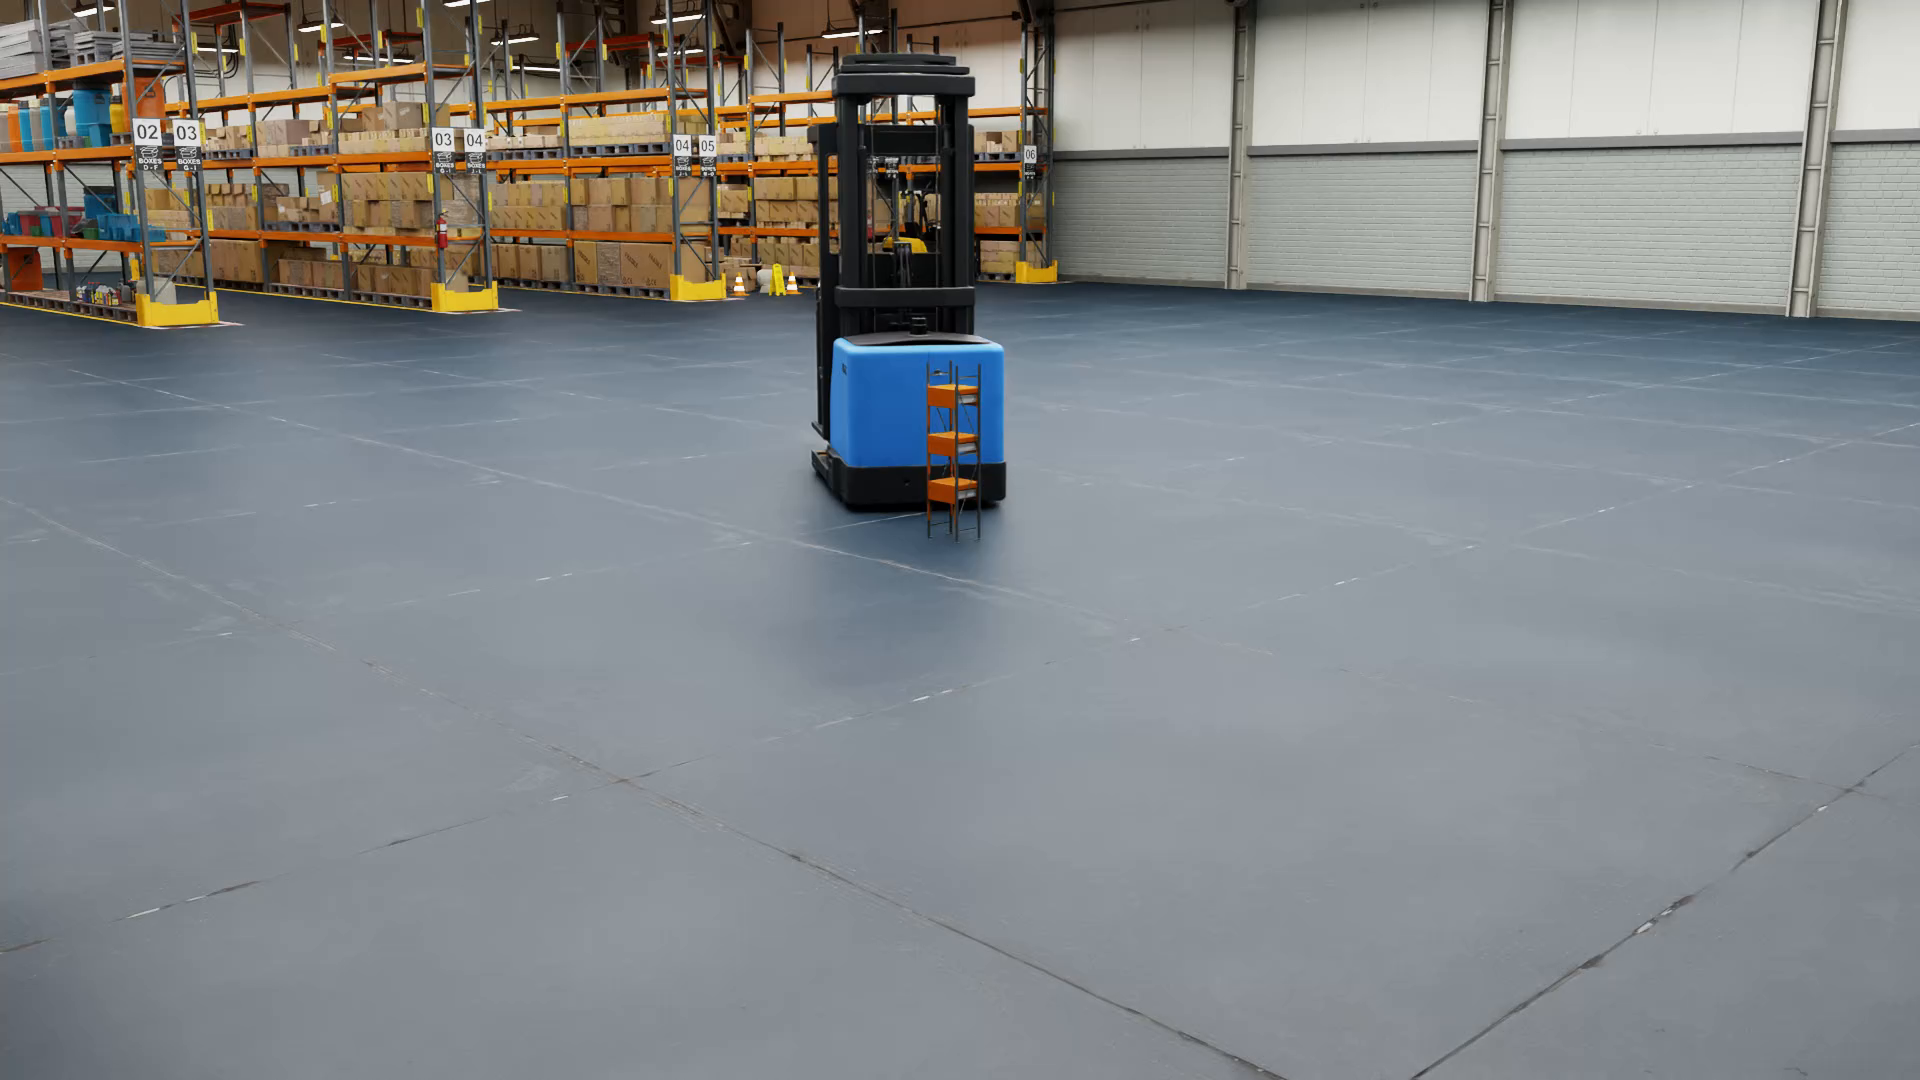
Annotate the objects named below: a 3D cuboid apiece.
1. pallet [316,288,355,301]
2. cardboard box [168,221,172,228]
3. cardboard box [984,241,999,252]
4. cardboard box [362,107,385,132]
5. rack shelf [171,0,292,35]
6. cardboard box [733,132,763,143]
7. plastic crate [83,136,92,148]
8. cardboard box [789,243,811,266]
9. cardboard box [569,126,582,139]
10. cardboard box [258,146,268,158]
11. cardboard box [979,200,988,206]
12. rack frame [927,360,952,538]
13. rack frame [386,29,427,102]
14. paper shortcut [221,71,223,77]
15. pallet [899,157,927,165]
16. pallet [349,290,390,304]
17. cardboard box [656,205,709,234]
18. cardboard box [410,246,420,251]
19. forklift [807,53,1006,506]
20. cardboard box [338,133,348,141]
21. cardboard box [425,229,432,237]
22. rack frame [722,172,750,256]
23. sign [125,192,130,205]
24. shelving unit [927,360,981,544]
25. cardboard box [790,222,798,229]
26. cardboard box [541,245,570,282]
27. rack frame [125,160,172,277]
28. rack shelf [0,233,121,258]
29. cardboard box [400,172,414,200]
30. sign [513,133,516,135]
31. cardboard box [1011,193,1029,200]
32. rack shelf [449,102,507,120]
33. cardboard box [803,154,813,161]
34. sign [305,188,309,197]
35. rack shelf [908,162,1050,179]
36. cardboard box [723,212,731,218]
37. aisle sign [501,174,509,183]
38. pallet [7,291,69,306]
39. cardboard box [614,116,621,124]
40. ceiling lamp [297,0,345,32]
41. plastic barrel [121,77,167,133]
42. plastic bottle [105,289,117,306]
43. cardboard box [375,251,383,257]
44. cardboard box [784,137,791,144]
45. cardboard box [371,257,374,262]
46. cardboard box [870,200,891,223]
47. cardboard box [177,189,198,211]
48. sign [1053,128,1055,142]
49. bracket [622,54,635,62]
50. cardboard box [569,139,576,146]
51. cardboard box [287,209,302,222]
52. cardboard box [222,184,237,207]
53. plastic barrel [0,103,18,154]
[{"bbox_3d":[-12.224,-4.967,33.497,1.003,0.211,1.213,-11,16,-43],"label":"pallet"},{"bbox_3d":[-18.369,-7.413,39.080,0.380,0.149,0.250,-11,16,-42],"label":"cardboard box"},{"bbox_3d":[0.931,-7.155,40.501,0.500,0.250,0.500,-11,16,-42],"label":"cardboard box"},{"bbox_3d":[-11.190,-8.098,32.125,0.500,0.500,0.500,11,16,43],"label":"cardboard box"},{"bbox_3d":[-15.829,-11.309,36.047,1.077,0.370,4.000,-11,16,-43],"label":"rack shelf"},{"bbox_3d":[-5.011,-9.513,39.312,0.500,0.250,0.500,-10,16,-41],"label":"cardboard box"},{"bbox_3d":[-14.375,-6.626,27.732,0.336,0.188,0.450,-11,16,-43],"label":"plastic crate"},{"bbox_3d":[-3.571,-6.550,38.187,0.500,0.500,0.500,-10,15,-40],"label":"cardboard box"},{"bbox_3d":[-7.893,-8.581,35.042,0.500,0.250,0.500,-11,16,-42],"label":"cardboard box"},{"bbox_3d":[-14.307,-8.095,34.706,0.500,0.250,0.500,-11,16,-42],"label":"cardboard box"},{"bbox_3d":[0.675,-8.237,40.601,0.250,0.149,0.380,11,16,43],"label":"cardboard box"},{"bbox_3d":[-0.121,-0.540,9.930,0.200,1.050,0.008,-11,16,-43],"label":"rack frame"},{"bbox_3d":[-13.553,-11.002,41.010,1.000,3.000,0.127,-11,16,-43],"label":"rack frame"},{"bbox_3d":[-15.740,-9.929,35.459,0.009,0.170,0.078,4,-25,-45],"label":"paper shortcut"},{"bbox_3d":[-1.549,-9.795,43.060,1.217,0.209,0.805,11,16,43],"label":"pallet"},{"bbox_3d":[-11.196,-4.760,32.494,1.003,0.211,1.213,-11,16,-43],"label":"pallet"},{"bbox_3d":[-5.555,-6.433,33.332,0.875,0.550,0.550,-11,16,-43],"label":"cardboard box"},{"bbox_3d":[-13.234,-7.267,41.047,0.500,0.250,0.500,11,16,43],"label":"cardboard box"},{"bbox_3d":[-0.491,-1.909,11.914,1.130,2.935,3.031,-2,12,-11],"label":"forklift"},{"bbox_3d":[-11.684,-7.720,31.898,0.250,0.149,0.380,11,16,44],"label":"cardboard box"},{"bbox_3d":[-9.442,-5.562,30.096,0.380,0.149,0.250,-11,16,-43],"label":"cardboard box"},{"bbox_3d":[-6.455,-9.460,48.395,1.000,3.000,0.127,-11,16,-43],"label":"rack frame"},{"bbox_3d":[-20.378,-8.357,40.699,0.100,0.325,0.005,-11,16,-43],"label":"sign"},{"bbox_3d":[-0.037,-0.522,9.843,0.215,1.050,0.252,-11,16,-43],"label":"shelving unit"},{"bbox_3d":[-3.656,-7.199,38.040,0.380,0.149,0.250,-11,16,-42],"label":"cardboard box"},{"bbox_3d":[-8.522,-6.078,36.511,1.050,0.750,0.750,-11,16,-43],"label":"cardboard box"},{"bbox_3d":[-19.973,-7.971,41.165,1.000,3.000,0.127,-11,16,-43],"label":"rack frame"},{"bbox_3d":[-16.649,-5.469,30.804,1.077,0.370,4.000,-11,16,-43],"label":"rack shelf"},{"bbox_3d":[-9.831,-6.438,30.263,0.500,0.500,0.500,-11,16,-43],"label":"cardboard box"},{"bbox_3d":[-10.384,-9.317,38.788,0.100,0.325,0.005,-11,16,-43],"label":"sign"},{"bbox_3d":[1.432,-8.244,39.900,0.380,0.149,0.250,-11,16,-42],"label":"cardboard box"},{"bbox_3d":[-12.172,-10.161,39.706,1.077,0.370,4.000,-11,16,-43],"label":"rack shelf"},{"bbox_3d":[-3.297,-8.594,37.378,0.380,0.149,0.250,-11,16,-43],"label":"cardboard box"},{"bbox_3d":[-14.062,-7.408,35.763,0.100,0.325,0.005,-11,16,-43],"label":"sign"},{"bbox_3d":[0.450,-9.117,41.081,1.077,0.370,4.000,-11,16,-43],"label":"rack shelf"},{"bbox_3d":[-5.447,-7.793,39.886,0.380,0.149,0.250,-11,16,-43],"label":"cardboard box"},{"bbox_3d":[-13.065,-10.595,47.461,0.394,0.787,0.004,-11,16,-43],"label":"aisle sign"},{"bbox_3d":[-17.523,-4.629,31.855,1.003,0.211,1.213,-11,16,-43],"label":"pallet"},{"bbox_3d":[-6.798,-8.528,33.794,0.380,0.149,0.250,-11,16,-42],"label":"cardboard box"},{"bbox_3d":[-14.641,-13.446,38.410,0.800,3.185,2.000,-11,16,-43],"label":"ceiling lamp"},{"bbox_3d":[-12.933,-6.884,26.351,0.600,0.830,0.708,-11,16,-43],"label":"plastic barrel"},{"bbox_3d":[-14.245,-4.074,27.913,0.152,0.276,0.135,-11,16,-42],"label":"plastic bottle"},{"bbox_3d":[-14.746,-7.322,42.568,0.250,0.149,0.380,11,16,42],"label":"cardboard box"},{"bbox_3d":[-3.790,-9.101,37.863,0.250,0.149,0.380,11,16,43],"label":"cardboard box"},{"bbox_3d":[-15.011,-7.266,43.032,0.380,0.149,0.250,-10,15,-40],"label":"cardboard box"},{"bbox_3d":[-1.882,-7.319,37.017,0.500,0.500,0.500,-11,16,-43],"label":"cardboard box"},{"bbox_3d":[-17.721,-7.856,38.386,0.500,0.500,0.500,-10,15,-41],"label":"cardboard box"},{"bbox_3d":[2.237,-9.721,39.866,0.100,0.325,0.005,-11,16,-43],"label":"sign"},{"bbox_3d":[-10.398,-15.154,52.245,0.235,0.232,0.430,-11,16,-43],"label":"bracket"},{"bbox_3d":[-8.023,-8.396,35.130,0.380,0.149,0.250,-11,16,-43],"label":"cardboard box"},{"bbox_3d":[-13.457,-6.659,34.128,0.500,0.250,0.500,11,16,44],"label":"cardboard box"},{"bbox_3d":[-15.857,-7.645,36.850,0.797,0.503,0.637,-10,15,-41],"label":"cardboard box"},{"bbox_3d":[-17.620,-7.677,31.066,0.600,0.901,0.600,0,12,0],"label":"plastic barrel"}]
